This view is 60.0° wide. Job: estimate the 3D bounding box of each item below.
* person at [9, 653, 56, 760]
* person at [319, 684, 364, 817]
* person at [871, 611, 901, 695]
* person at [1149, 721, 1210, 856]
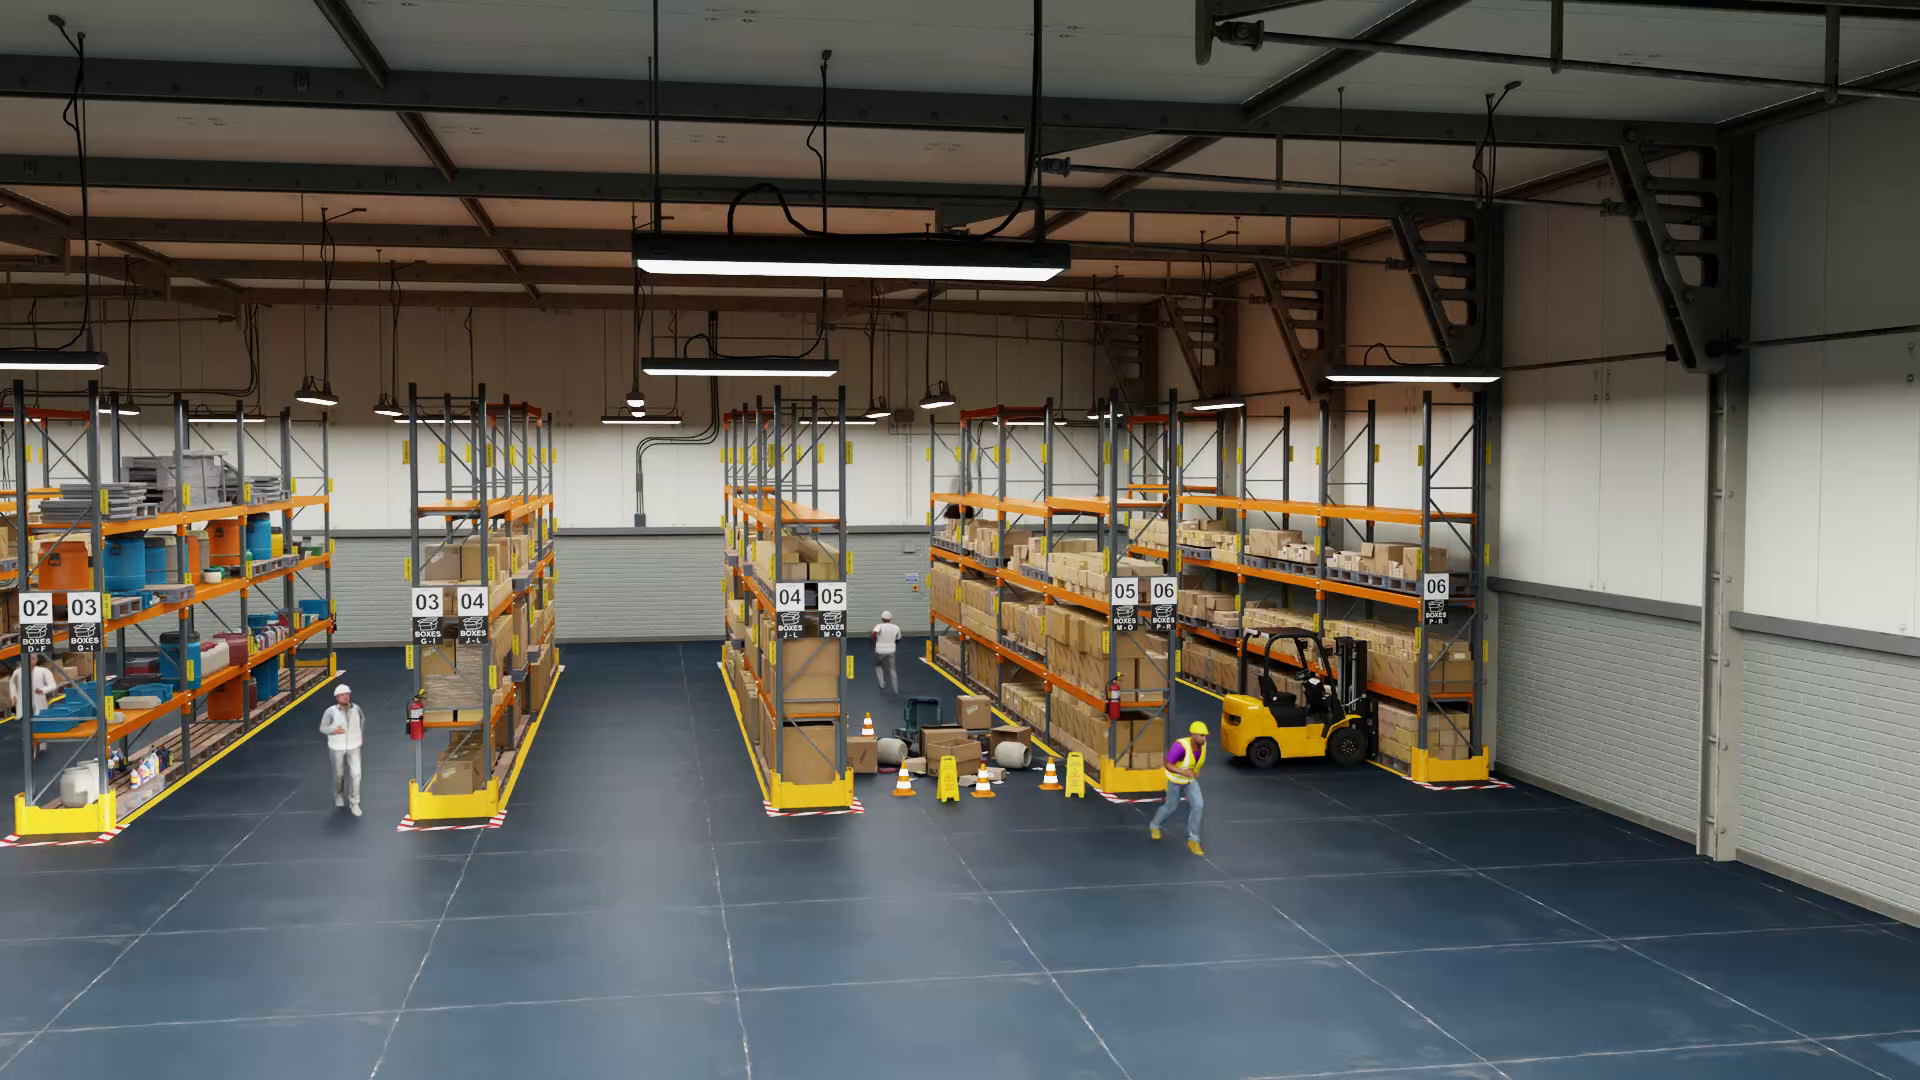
[{"bbox_3d":[-15.320,2.726,27.472,0.711,1.750,0.884,-1,3,-21],"label":"person"},{"bbox_3d":[-8.644,2.927,23.310,0.644,1.824,0.805,-2,3,-29],"label":"person"},{"bbox_3d":[-1.555,2.371,34.595,0.710,1.795,0.877,-1,3,-17],"label":"person"},{"bbox_3d":[2.799,3.117,21.162,0.745,1.719,1.043,-2,4,-36],"label":"person"}]
